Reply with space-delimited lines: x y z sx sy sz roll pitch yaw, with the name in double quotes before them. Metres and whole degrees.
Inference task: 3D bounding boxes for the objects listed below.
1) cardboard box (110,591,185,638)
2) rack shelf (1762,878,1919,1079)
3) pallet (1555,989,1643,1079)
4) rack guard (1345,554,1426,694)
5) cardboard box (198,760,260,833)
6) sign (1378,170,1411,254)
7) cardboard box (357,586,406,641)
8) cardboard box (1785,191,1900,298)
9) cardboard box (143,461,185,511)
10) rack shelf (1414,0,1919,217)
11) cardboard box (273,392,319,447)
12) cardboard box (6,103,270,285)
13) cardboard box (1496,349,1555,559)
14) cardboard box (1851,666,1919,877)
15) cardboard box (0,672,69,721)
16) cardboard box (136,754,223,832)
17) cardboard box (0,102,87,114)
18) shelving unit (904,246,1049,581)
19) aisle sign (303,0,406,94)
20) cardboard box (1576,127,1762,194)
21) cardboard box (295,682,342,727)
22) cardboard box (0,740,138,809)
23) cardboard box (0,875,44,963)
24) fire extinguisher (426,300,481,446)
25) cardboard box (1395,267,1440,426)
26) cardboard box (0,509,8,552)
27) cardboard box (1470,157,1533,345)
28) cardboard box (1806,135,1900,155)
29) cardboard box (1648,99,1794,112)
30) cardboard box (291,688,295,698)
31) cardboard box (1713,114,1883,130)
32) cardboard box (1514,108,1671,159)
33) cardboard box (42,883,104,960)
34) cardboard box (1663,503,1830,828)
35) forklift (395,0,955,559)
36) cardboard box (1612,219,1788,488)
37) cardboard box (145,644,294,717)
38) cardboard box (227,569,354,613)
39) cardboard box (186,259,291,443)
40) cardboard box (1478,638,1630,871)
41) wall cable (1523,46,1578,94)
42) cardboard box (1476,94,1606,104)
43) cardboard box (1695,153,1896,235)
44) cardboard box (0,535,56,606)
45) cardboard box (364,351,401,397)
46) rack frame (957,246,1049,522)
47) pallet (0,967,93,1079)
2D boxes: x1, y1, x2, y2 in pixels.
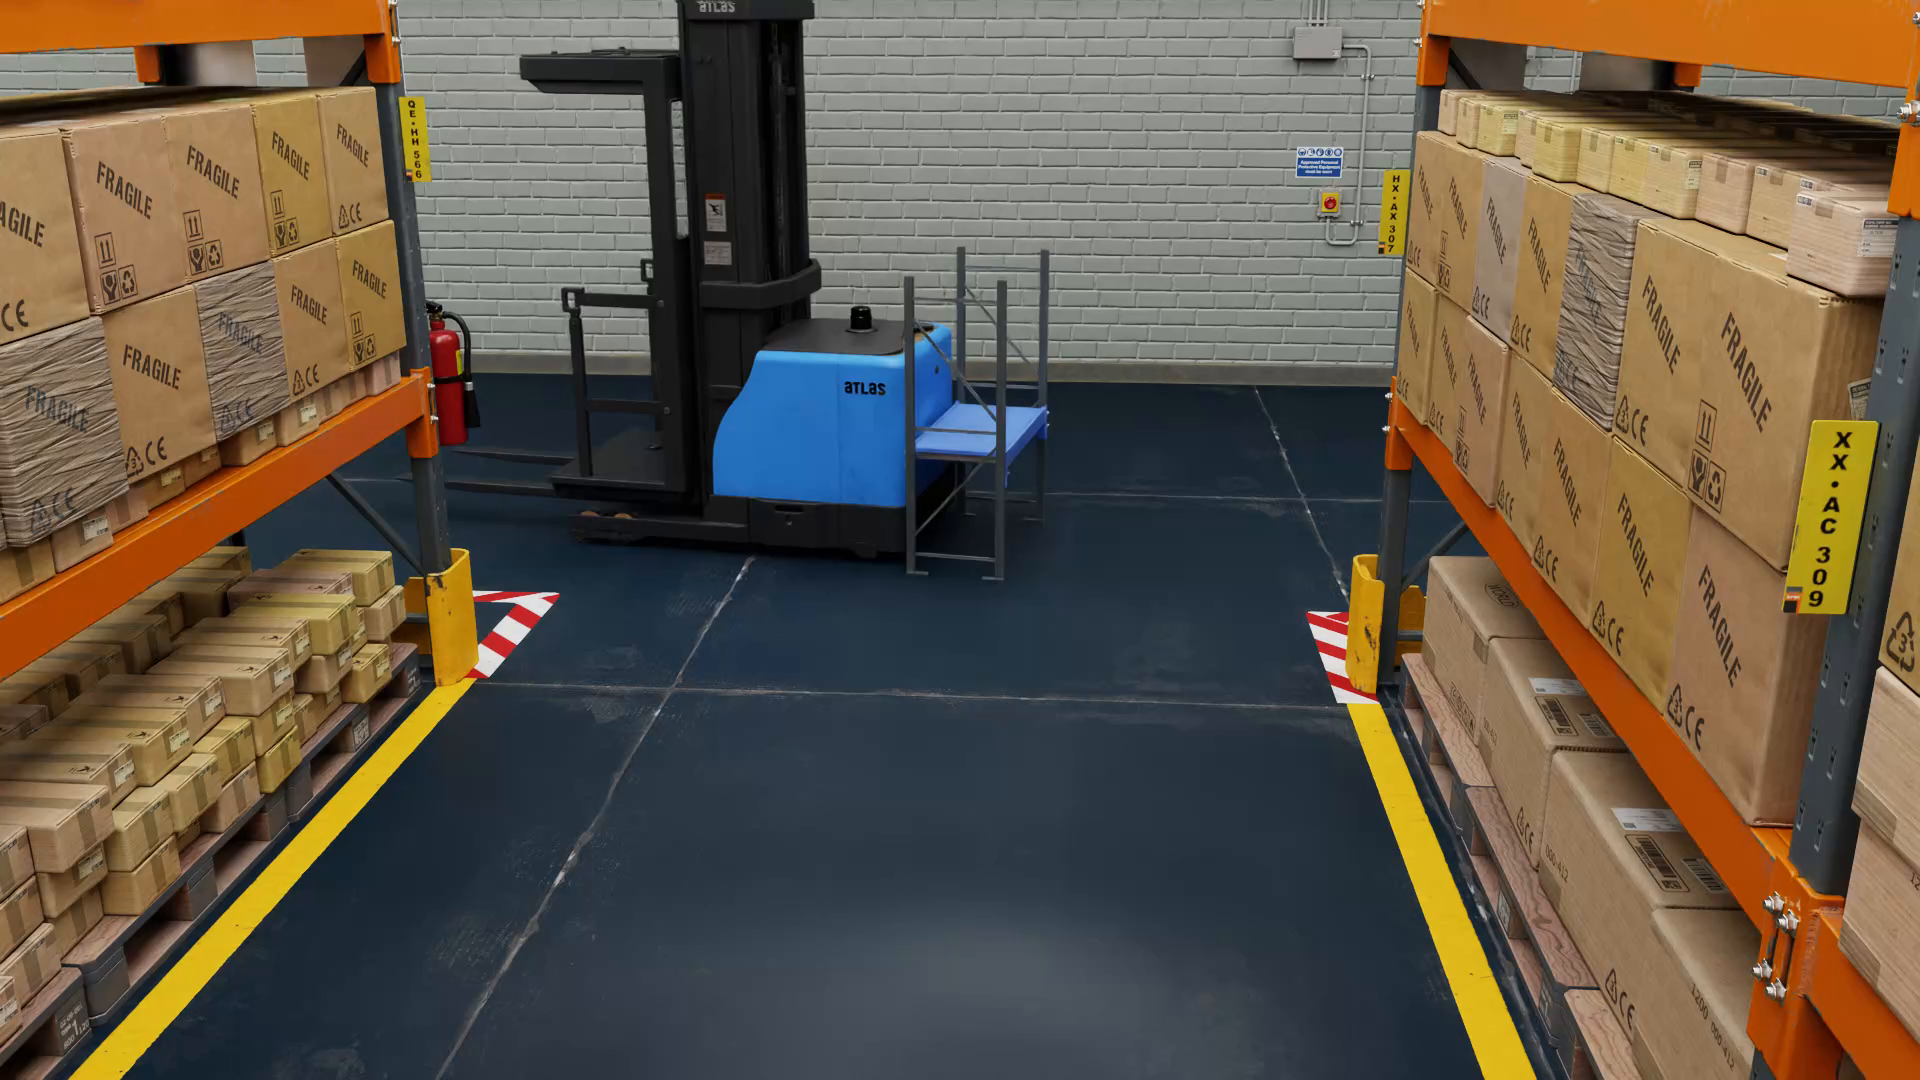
"cardboard box" -3.119 0.297 6.149 0.380 0.149 0.250 1 18 4
"rack shelf" 1.818 1.390 1.020 1.077 0.370 4.000 1 18 4
"pallet" 2.093 1.517 3.953 1.003 0.211 1.213 1 18 4
"rack guard" 2.249 0.365 7.007 1.175 0.500 0.348 1 18 4
"cardboard box" -2.549 0.833 5.468 0.380 0.149 0.250 2 18 5
"sign" 1.695 -1.279 6.491 0.100 0.325 0.005 1 18 4
"cardboard box" -2.450 0.289 6.649 0.380 0.149 0.250 1 18 2
"cardboard box" 1.666 -0.507 2.845 0.380 0.149 0.250 1 18 3
"cardboard box" -2.621 -0.187 5.079 0.380 0.149 0.250 2 18 5
"rack shelf" 2.104 -1.278 4.344 1.077 0.370 4.000 1 18 4
"cardboard box" -2.492 -0.433 5.832 0.380 0.149 0.250 2 18 5
"cardboard box" -2.546 -1.092 5.194 0.500 0.500 0.500 2 18 7
"cardboard box" 1.845 -0.249 4.706 0.500 0.500 0.500 2 18 6
"cardboard box" 1.648 0.391 2.351 0.500 0.250 0.500 1 18 2
"cardboard box" -3.148 0.542 5.400 0.380 0.149 0.250 2 18 5
"cardboard box" -2.539 0.777 5.160 0.380 0.149 0.250 1 18 4
"cardboard box" -3.083 -1.107 5.241 0.500 0.500 0.500 1 18 3
"shelving unit" 0.102 -0.683 8.598 0.538 1.500 1.048 5 19 13
"aisle sign" -2.392 -2.146 6.480 0.394 0.787 0.004 1 18 4
"cardboard box" 1.823 -0.979 4.286 0.380 0.149 0.250 1 18 4
"cardboard box" -2.549 0.591 6.206 0.380 0.149 0.250 1 18 4
"cardboard box" -2.672 0.709 4.891 0.380 0.149 0.250 1 18 2
"cardboard box" -2.706 1.015 4.434 0.380 0.149 0.250 0 18 1
"fire extinguisher" -2.219 -0.749 7.114 0.296 0.674 0.183 1 18 4
"cardboard box" 1.927 -0.720 6.144 0.500 0.500 0.500 1 18 3
"cardboard box" -2.668 -0.143 3.905 0.500 0.500 0.500 1 18 4
"cardboard box" 1.870 -0.875 5.009 0.500 0.500 0.500 1 18 3
"cardboard box" 2.284 -0.894 4.027 0.380 0.149 0.250 1 18 4
"cardboard box" 2.493 -1.369 5.476 0.380 0.149 0.250 1 18 3
"cardboard box" -2.607 0.532 5.908 0.380 0.149 0.250 1 18 3
"cardboard box" 2.385 -1.133 4.755 0.380 0.149 0.250 2 18 5
"cardboard box" 1.898 -1.216 5.010 0.380 0.149 0.250 1 18 4
"cardboard box" -2.699 1.072 4.739 0.380 0.149 0.250 1 18 2
"cardboard box" 1.739 0.230 3.245 0.500 0.500 0.500 1 18 4
"forklift" -1.604 -1.520 8.856 3.031 2.935 1.130 4 19 13
"cardboard box" 1.764 -0.406 3.579 0.500 0.500 0.500 1 18 3
"cardboard box" -2.495 0.472 5.615 0.380 0.149 0.250 2 18 6
"cardboard box" -2.557 0.225 6.369 0.380 0.149 0.250 2 18 5
"cardboard box" -2.541 -0.621 5.362 0.500 0.500 0.500 1 18 4
"cardboard box" 2.243 0.694 5.428 0.875 0.438 0.875 2 18 5
"wall cable" 4.044 -3.022 11.697 0.588 1.984 0.122 1 18 4
"cardboard box" 1.998 -1.459 5.752 0.380 0.149 0.250 2 18 5
"cardboard box" 1.821 -0.743 3.564 0.380 0.149 0.250 1 18 3
"cardboard box" -2.617 0.059 4.328 0.380 0.149 0.250 2 18 5
"cardboard box" -2.438 -0.668 6.547 0.380 0.149 0.250 1 18 4
"rack frame" 0.227 -0.836 9.067 0.500 1.500 0.032 5 19 13
"pallet" -2.971 1.463 4.118 1.003 0.211 1.213 1 18 4
